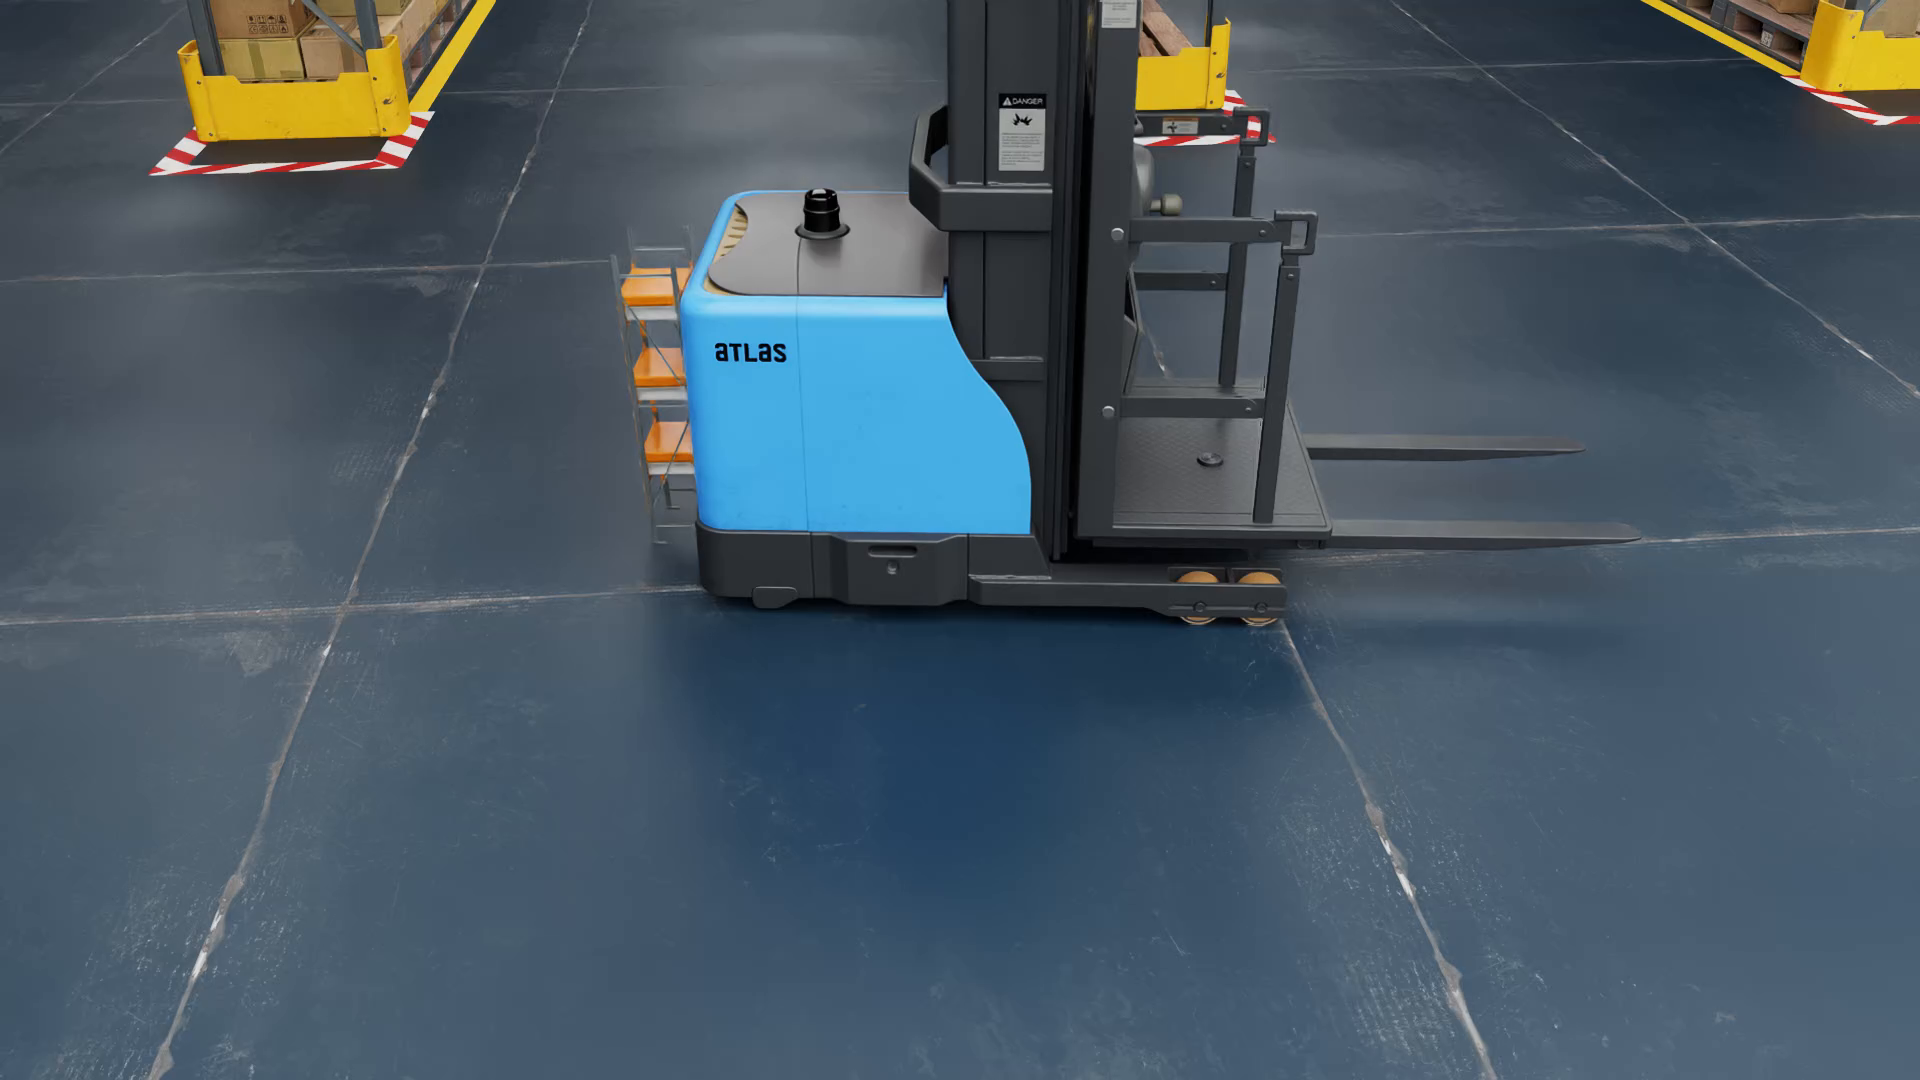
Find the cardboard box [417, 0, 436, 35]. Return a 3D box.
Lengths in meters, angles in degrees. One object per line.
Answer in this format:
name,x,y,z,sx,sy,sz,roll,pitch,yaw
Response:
cardboard box,-3.774,-3.508,10.970,0.500,0.250,0.500,-3,31,-5

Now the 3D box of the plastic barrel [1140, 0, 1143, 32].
plastic barrel,0.945,-3.394,10.523,0.421,0.512,0.421,0,31,0

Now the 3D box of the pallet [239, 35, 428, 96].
pallet,-3.962,-2.905,10.408,1.003,0.211,1.213,-3,31,-5

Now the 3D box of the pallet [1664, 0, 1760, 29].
pallet,5.856,-4.066,12.351,1.003,0.211,1.213,-3,31,-5

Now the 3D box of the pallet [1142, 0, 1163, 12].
pallet,0.848,-3.825,11.948,1.003,0.211,1.213,-3,31,-5

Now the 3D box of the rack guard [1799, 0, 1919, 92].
rack guard,6.007,-3.152,10.540,1.175,0.500,0.348,-3,31,-5

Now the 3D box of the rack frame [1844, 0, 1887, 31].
rack frame,6.014,-4.186,9.834,1.000,3.000,0.127,-3,31,-5

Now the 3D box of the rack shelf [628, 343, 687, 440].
rack shelf,-0.969,-0.494,5.566,0.215,0.259,0.240,-1,31,3

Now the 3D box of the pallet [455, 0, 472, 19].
pallet,-4.190,-4.151,12.493,1.003,0.211,1.213,-3,31,-5

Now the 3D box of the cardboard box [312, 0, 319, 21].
cardboard box,-4.252,-3.228,10.501,0.500,0.250,0.500,-3,31,-5

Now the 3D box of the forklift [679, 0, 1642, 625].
forklift,0.684,-1.265,5.010,3.031,2.935,1.130,1,31,1

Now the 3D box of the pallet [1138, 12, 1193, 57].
pallet,0.958,-3.203,10.907,1.003,0.211,1.213,-3,31,-5

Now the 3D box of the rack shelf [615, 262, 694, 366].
rack shelf,-0.978,-0.738,5.421,0.215,0.259,0.240,-1,31,3

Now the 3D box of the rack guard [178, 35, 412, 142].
rack guard,-3.847,-2.628,9.663,1.175,0.500,0.348,-3,31,-5

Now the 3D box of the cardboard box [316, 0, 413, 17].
cardboard box,-3.726,-3.575,10.351,0.500,0.500,0.500,-3,31,-5

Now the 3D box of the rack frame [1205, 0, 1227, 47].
rack frame,1.083,-3.949,9.436,1.000,3.000,0.127,-3,31,-5

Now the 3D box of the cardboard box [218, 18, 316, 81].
cardboard box,-4.193,-2.973,10.074,0.500,0.250,0.500,-3,31,-5

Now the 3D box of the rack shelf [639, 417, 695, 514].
rack shelf,-0.960,-0.255,5.708,0.215,0.259,0.240,-1,31,3

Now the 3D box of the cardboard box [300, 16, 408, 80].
cardboard box,-3.678,-2.998,10.116,0.500,0.250,0.500,-3,31,-5

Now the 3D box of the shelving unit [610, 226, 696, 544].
shelving unit,-0.969,-0.503,5.561,0.215,1.050,0.252,-1,31,3

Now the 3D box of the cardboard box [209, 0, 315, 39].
cardboard box,-4.196,-3.295,9.882,0.500,0.500,0.500,-3,31,-5

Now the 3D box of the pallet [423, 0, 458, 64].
pallet,-4.073,-3.526,11.448,1.003,0.211,1.213,-3,31,-5

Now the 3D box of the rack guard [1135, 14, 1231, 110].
rack guard,1.029,-2.912,10.138,1.175,0.500,0.348,-3,31,-5

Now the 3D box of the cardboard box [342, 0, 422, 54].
cardboard box,-3.728,-3.253,10.543,0.500,0.250,0.500,-3,31,-5

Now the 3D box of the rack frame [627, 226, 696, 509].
rack frame,-0.965,-0.565,5.666,0.200,1.050,0.008,-1,31,3

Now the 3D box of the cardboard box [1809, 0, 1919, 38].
cardboard box,5.972,-3.613,10.902,0.500,0.500,0.500,3,31,5

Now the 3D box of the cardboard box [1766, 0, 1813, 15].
cardboard box,5.883,-3.917,11.410,0.500,0.500,0.500,5,31,8

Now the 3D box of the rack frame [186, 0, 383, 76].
rack frame,-3.849,-3.714,9.042,1.000,3.000,0.127,-3,31,-5

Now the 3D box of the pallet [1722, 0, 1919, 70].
pallet,5.966,-3.444,11.311,1.003,0.211,1.213,-3,31,-5

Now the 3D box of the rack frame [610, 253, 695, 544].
rack frame,-0.974,-0.441,5.456,0.200,1.050,0.008,-1,31,3

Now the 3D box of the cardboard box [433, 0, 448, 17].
cardboard box,-3.816,-3.764,11.398,0.500,0.250,0.500,-3,31,-5
